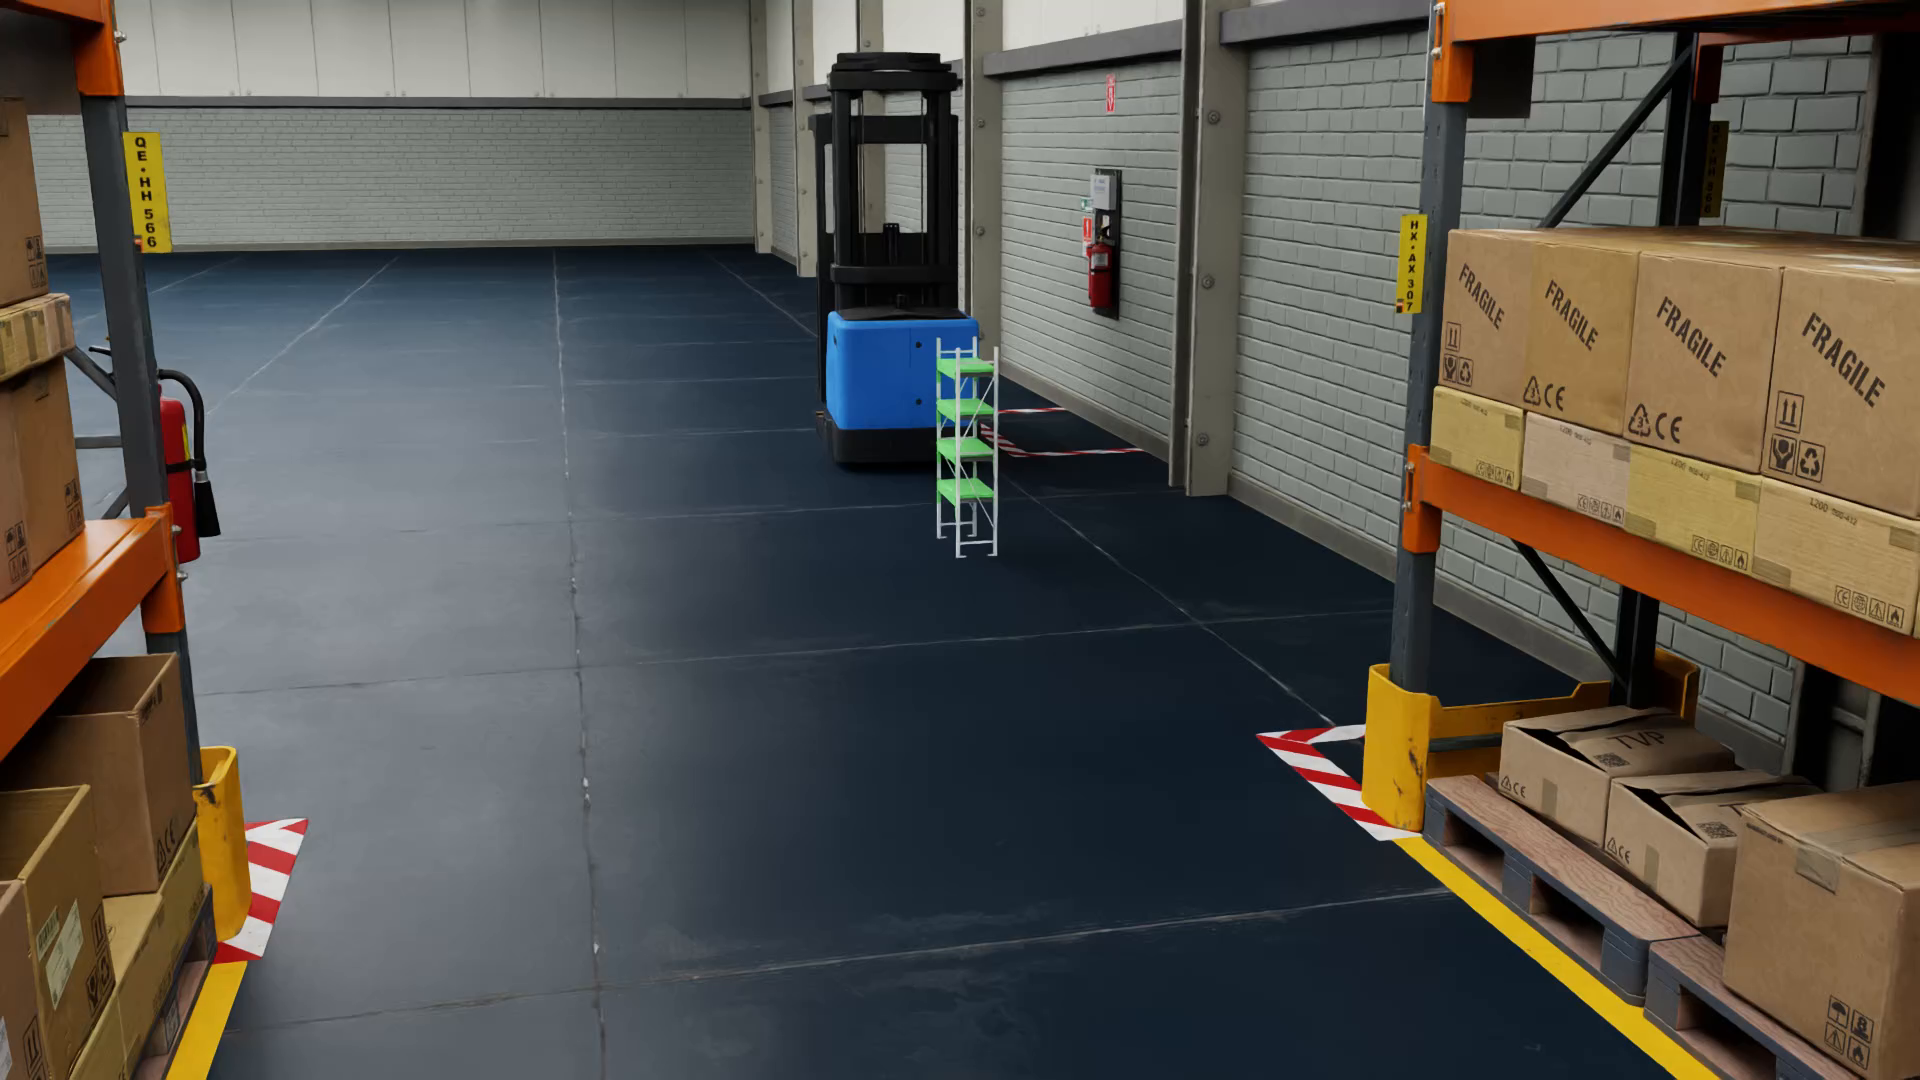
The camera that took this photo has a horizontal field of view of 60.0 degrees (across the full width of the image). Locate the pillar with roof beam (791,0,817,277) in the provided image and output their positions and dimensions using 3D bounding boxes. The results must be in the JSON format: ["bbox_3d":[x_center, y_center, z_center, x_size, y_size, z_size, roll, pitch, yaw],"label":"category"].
[{"bbox_3d":[-6.778,-8.629,26.284,9.100,9.000,0.400,-3,14,-13],"label":"pillar with roof beam"}]

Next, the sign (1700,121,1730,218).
[{"bbox_3d":[2.582,-1.273,5.712,0.100,0.325,0.005,-3,14,-13],"label":"sign"}]

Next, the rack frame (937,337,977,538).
[{"bbox_3d":[-0.018,-0.601,9.859,0.240,1.200,0.015,-3,14,-13],"label":"rack frame"}]

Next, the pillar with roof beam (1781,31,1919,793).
[{"bbox_3d":[-1.142,-3.092,3.622,9.100,9.000,0.400,-3,14,-13],"label":"pillar with roof beam"}]

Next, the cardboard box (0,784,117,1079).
[{"bbox_3d":[-2.112,0.851,3.454,0.500,0.500,0.500,-3,14,-13],"label":"cardboard box"}]

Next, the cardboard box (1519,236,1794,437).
[{"bbox_3d":[1.964,-0.591,4.718,0.500,0.500,0.500,-3,14,-13],"label":"cardboard box"}]

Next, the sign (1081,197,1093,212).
[{"bbox_3d":[1.053,-2.780,13.796,0.001,0.109,0.331,-3,14,-13],"label":"sign"}]

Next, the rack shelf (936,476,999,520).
[{"bbox_3d":[0.039,-0.249,9.700,0.258,0.148,0.480,-3,14,-13],"label":"rack shelf"}]

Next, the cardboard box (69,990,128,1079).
[{"bbox_3d":[-2.115,1.215,3.542,0.500,0.250,0.500,-3,14,-13],"label":"cardboard box"}]

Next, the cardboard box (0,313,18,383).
[{"bbox_3d":[-2.379,-0.421,3.751,0.380,0.149,0.250,-3,14,-14],"label":"cardboard box"}]

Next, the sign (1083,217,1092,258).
[{"bbox_3d":[1.061,-2.525,13.865,0.001,0.329,0.234,-3,14,-13],"label":"sign"}]

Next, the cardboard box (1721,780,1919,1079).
[{"bbox_3d":[2.370,0.938,4.108,0.700,0.500,0.500,-4,14,-17],"label":"cardboard box"}]

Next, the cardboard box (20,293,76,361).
[{"bbox_3d":[-2.502,-0.540,4.240,0.380,0.149,0.250,-4,14,-14],"label":"cardboard box"}]

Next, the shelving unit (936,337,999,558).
[{"bbox_3d":[0.039,-0.545,9.628,0.258,1.200,0.503,-3,14,-13],"label":"shelving unit"}]

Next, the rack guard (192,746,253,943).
[{"bbox_3d":[-2.782,0.955,4.965,1.175,0.500,0.348,-3,14,-13],"label":"rack guard"}]

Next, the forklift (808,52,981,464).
[{"bbox_3d":[-0.598,-2.274,13.058,1.130,2.935,3.031,-2,14,-9],"label":"forklift"}]

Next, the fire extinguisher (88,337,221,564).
[{"bbox_3d":[-2.353,-0.269,4.873,0.296,0.674,0.183,-3,14,-13],"label":"fire extinguisher"}]

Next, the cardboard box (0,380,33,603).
[{"bbox_3d":[-2.551,-0.073,3.696,0.700,0.500,0.500,-3,14,-12],"label":"cardboard box"}]

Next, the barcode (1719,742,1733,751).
[{"bbox_3d":[2.506,0.704,5.446,0.001,0.075,0.075,-3,14,-13],"label":"barcode"}]

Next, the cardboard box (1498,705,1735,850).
[{"bbox_3d":[2.113,0.726,5.373,0.500,0.311,0.500,-5,15,-20],"label":"cardboard box"}]

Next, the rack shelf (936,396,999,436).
[{"bbox_3d":[0.039,-0.716,9.587,0.258,0.148,0.480,-3,14,-13],"label":"rack shelf"}]

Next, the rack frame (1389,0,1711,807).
[{"bbox_3d":[2.038,-0.531,5.780,1.000,3.000,0.127,-3,14,-13],"label":"rack frame"}]

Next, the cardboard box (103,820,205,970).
[{"bbox_3d":[-2.363,0.985,4.483,0.500,0.250,0.500,-3,14,-13],"label":"cardboard box"}]

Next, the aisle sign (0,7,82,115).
[{"bbox_3d":[-2.506,-1.548,4.466,0.394,0.787,0.004,-3,14,-13],"label":"aisle sign"}]

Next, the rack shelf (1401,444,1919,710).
[{"bbox_3d":[2.507,0.280,3.976,1.077,0.370,4.000,-3,14,-13],"label":"rack shelf"}]

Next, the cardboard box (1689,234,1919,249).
[{"bbox_3d":[2.464,-0.618,4.832,0.500,0.500,0.500,-3,14,-12],"label":"cardboard box"}]

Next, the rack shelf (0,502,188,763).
[{"bbox_3d":[-2.307,0.557,2.843,1.077,0.370,4.000,-3,14,-13],"label":"rack shelf"}]

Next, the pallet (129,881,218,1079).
[{"bbox_3d":[-2.556,1.275,4.264,1.003,0.211,1.213,-3,14,-13],"label":"pallet"}]

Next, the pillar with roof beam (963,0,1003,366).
[{"bbox_3d":[-3.960,-5.860,14.953,9.100,9.000,0.400,-3,14,-13],"label":"pillar with roof beam"}]

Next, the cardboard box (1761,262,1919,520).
[{"bbox_3d":[2.212,-0.353,3.744,0.500,0.500,0.500,-3,14,-11],"label":"cardboard box"}]

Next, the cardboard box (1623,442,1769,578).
[{"bbox_3d":[2.093,-0.101,4.292,0.500,0.250,0.500,-4,14,-14],"label":"cardboard box"}]

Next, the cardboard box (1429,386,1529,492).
[{"bbox_3d":[1.844,-0.337,5.262,0.500,0.250,0.500,-4,14,-15],"label":"cardboard box"}]

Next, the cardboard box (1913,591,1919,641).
[{"bbox_3d":[2.329,0.132,3.340,0.500,0.250,0.500,-3,14,-13],"label":"cardboard box"}]
